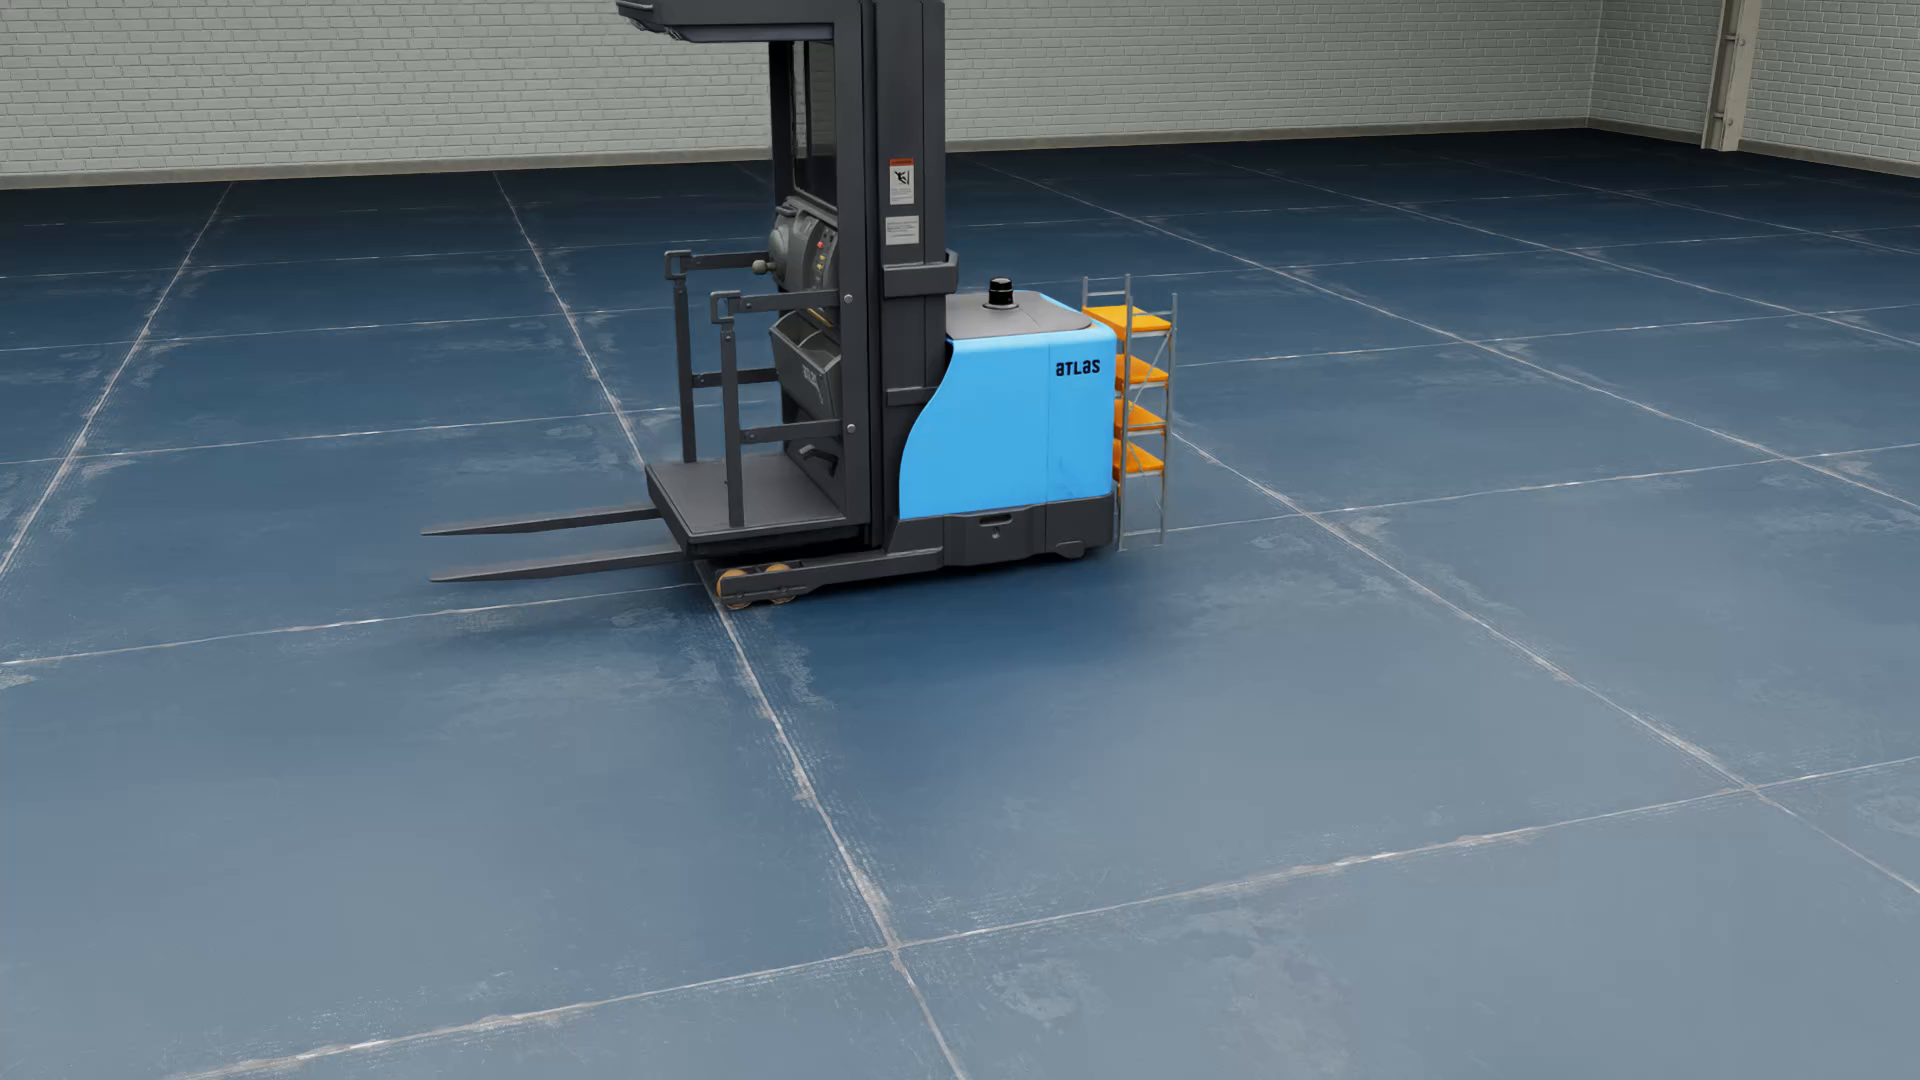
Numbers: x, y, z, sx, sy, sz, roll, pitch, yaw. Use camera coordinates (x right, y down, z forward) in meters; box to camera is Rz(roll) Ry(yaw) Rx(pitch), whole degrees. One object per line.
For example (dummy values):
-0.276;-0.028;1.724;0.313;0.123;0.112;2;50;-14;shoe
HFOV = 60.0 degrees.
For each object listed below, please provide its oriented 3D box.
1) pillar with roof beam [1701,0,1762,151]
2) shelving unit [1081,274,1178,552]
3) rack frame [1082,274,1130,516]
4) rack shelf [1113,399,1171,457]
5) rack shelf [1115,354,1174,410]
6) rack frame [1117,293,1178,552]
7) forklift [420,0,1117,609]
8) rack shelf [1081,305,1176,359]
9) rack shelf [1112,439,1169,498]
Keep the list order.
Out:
6.372;-9.157;20.099;9.100;9.000;0.400;-6;21;-17;pillar with roof beam
0.770;-0.601;7.813;0.258;1.200;0.503;-7;21;-19;shelving unit
0.686;-0.679;8.029;0.240;1.200;0.015;-7;21;-19;rack frame
0.769;-0.538;7.836;0.258;0.148;0.480;-7;21;-19;rack shelf
0.771;-0.749;7.761;0.258;0.148;0.480;-7;21;-19;rack shelf
0.853;-0.524;7.598;0.240;1.200;0.015;-7;21;-19;rack frame
-0.862;-1.285;7.159;3.031;2.935;1.130;-7;21;-19;forklift
0.772;-0.971;7.681;0.258;0.148;0.480;-7;21;-19;rack shelf
0.768;-0.351;7.903;0.258;0.148;0.480;-7;21;-19;rack shelf
